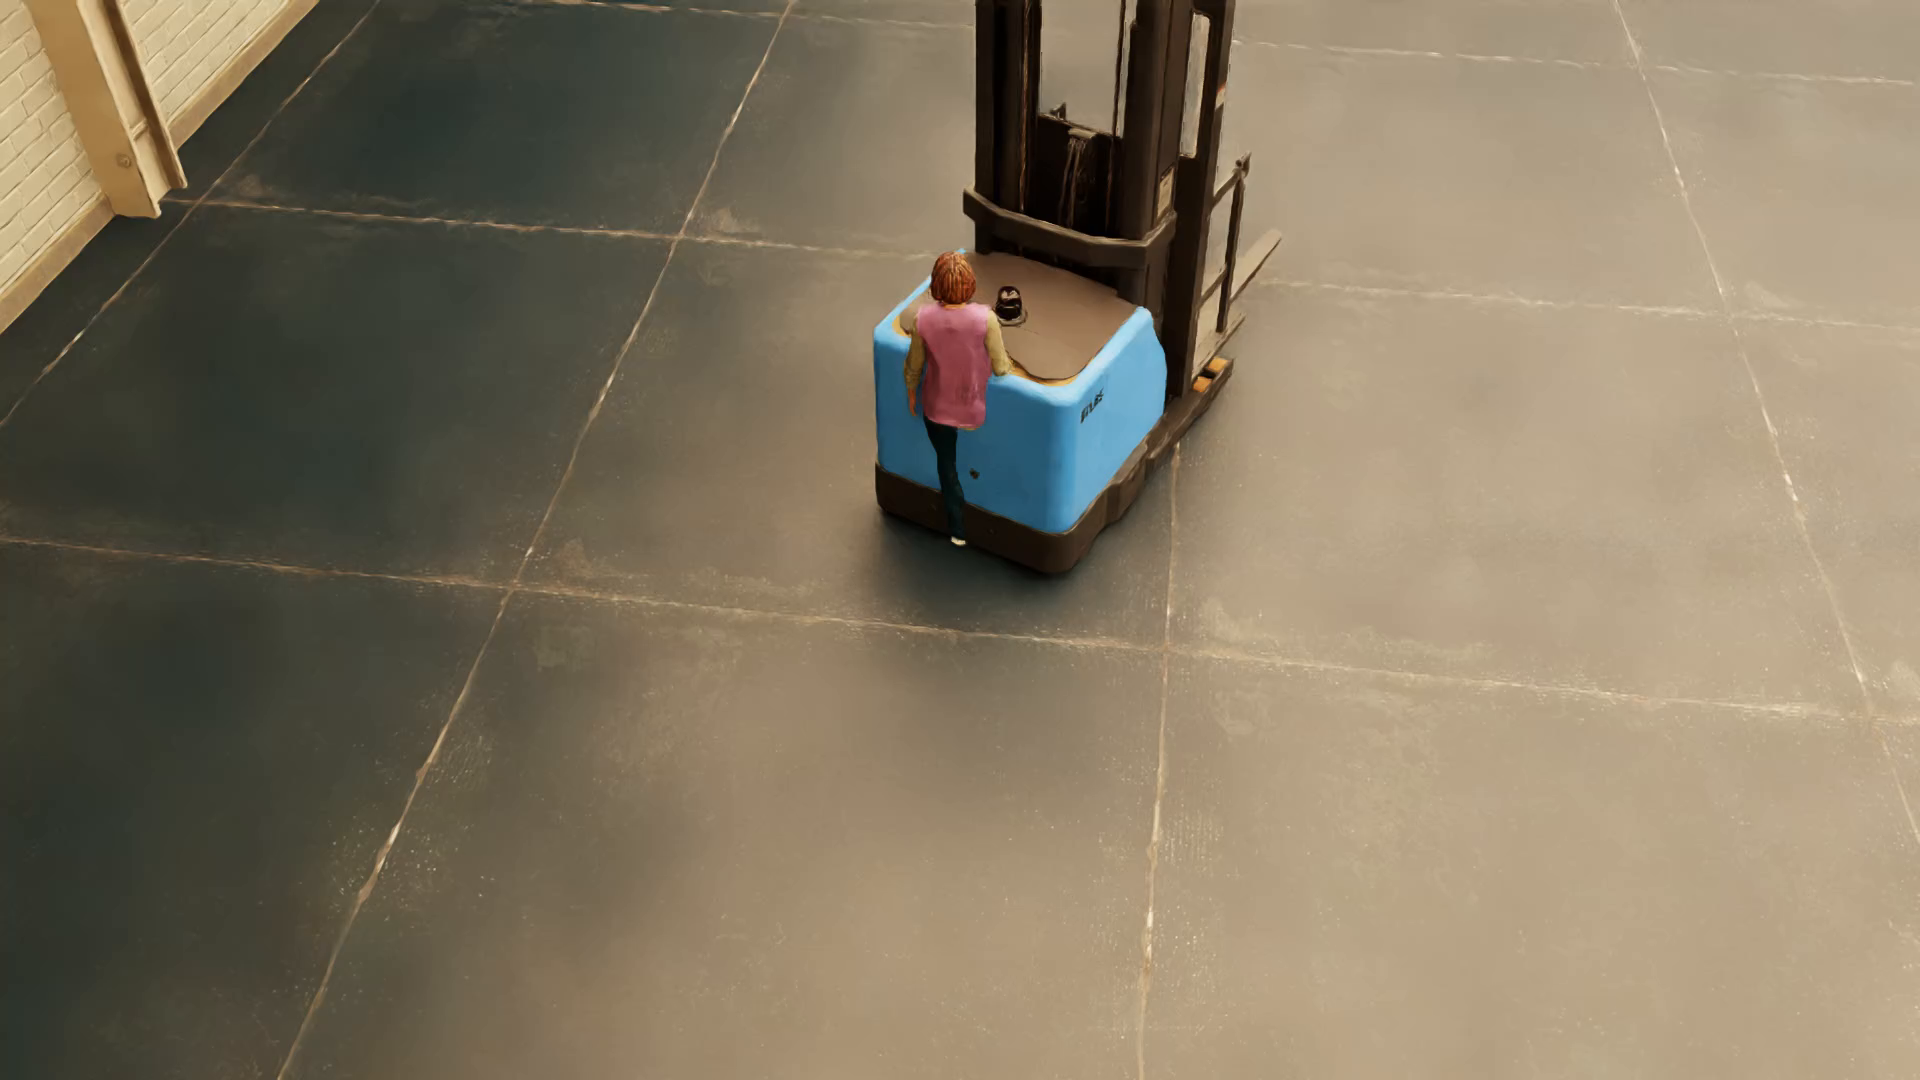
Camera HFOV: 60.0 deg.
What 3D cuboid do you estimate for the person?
[{"bbox_3d":[0.026,-0.655,7.412,0.521,1.598,0.507,5,43,6],"label":"person"}]

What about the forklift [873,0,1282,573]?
[{"bbox_3d":[0.781,-1.908,7.801,1.130,2.935,3.031,22,47,22],"label":"forklift"}]
